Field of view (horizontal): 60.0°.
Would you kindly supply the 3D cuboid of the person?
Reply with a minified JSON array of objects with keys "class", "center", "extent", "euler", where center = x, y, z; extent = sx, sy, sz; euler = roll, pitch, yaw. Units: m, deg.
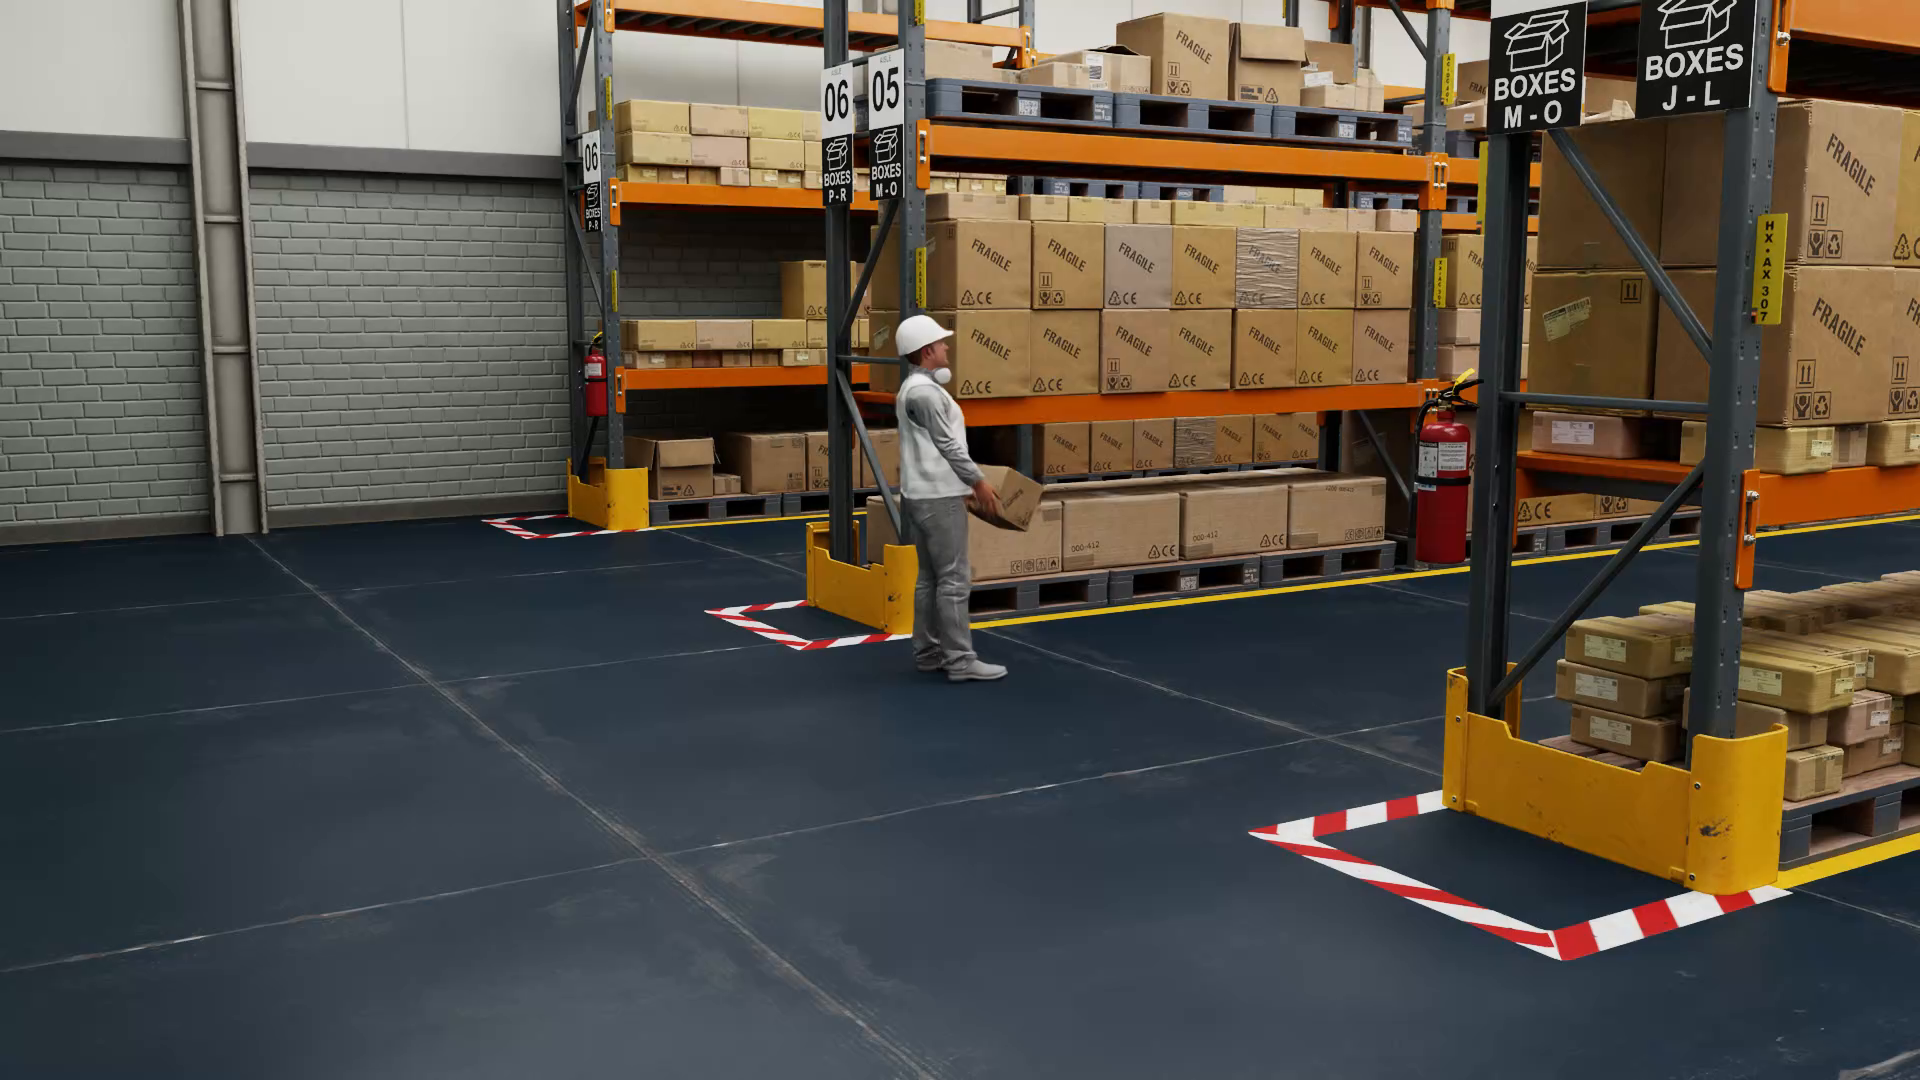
[{"class":"person","center":[-0.052,-0.216,8.220],"extent":[0.523,1.775,0.526],"euler":[-1,8,-9]}]
